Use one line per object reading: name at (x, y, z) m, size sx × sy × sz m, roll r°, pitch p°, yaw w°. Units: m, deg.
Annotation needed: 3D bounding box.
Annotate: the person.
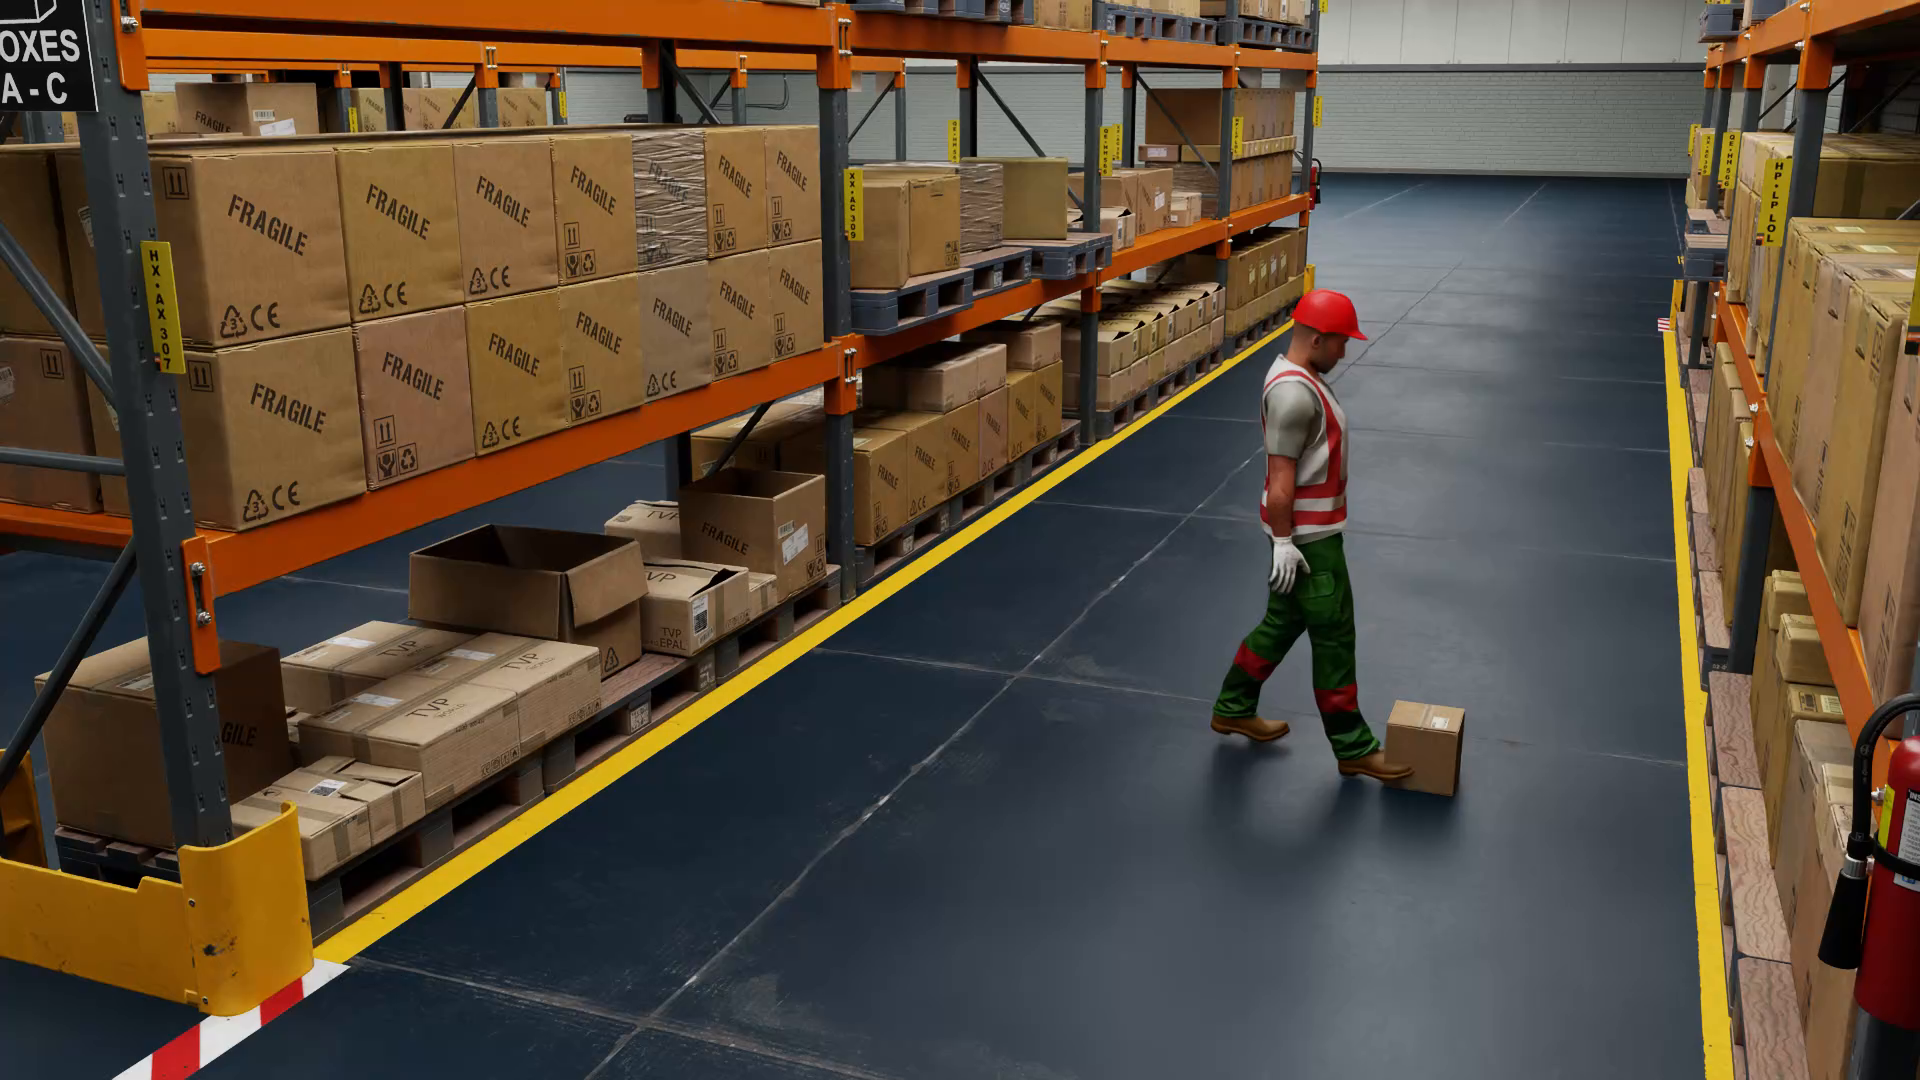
person at (1.332, -0.031, 6.072) m, size 0.779 × 1.766 × 0.603 m, roll 4°, pitch 16°, yaw 13°
